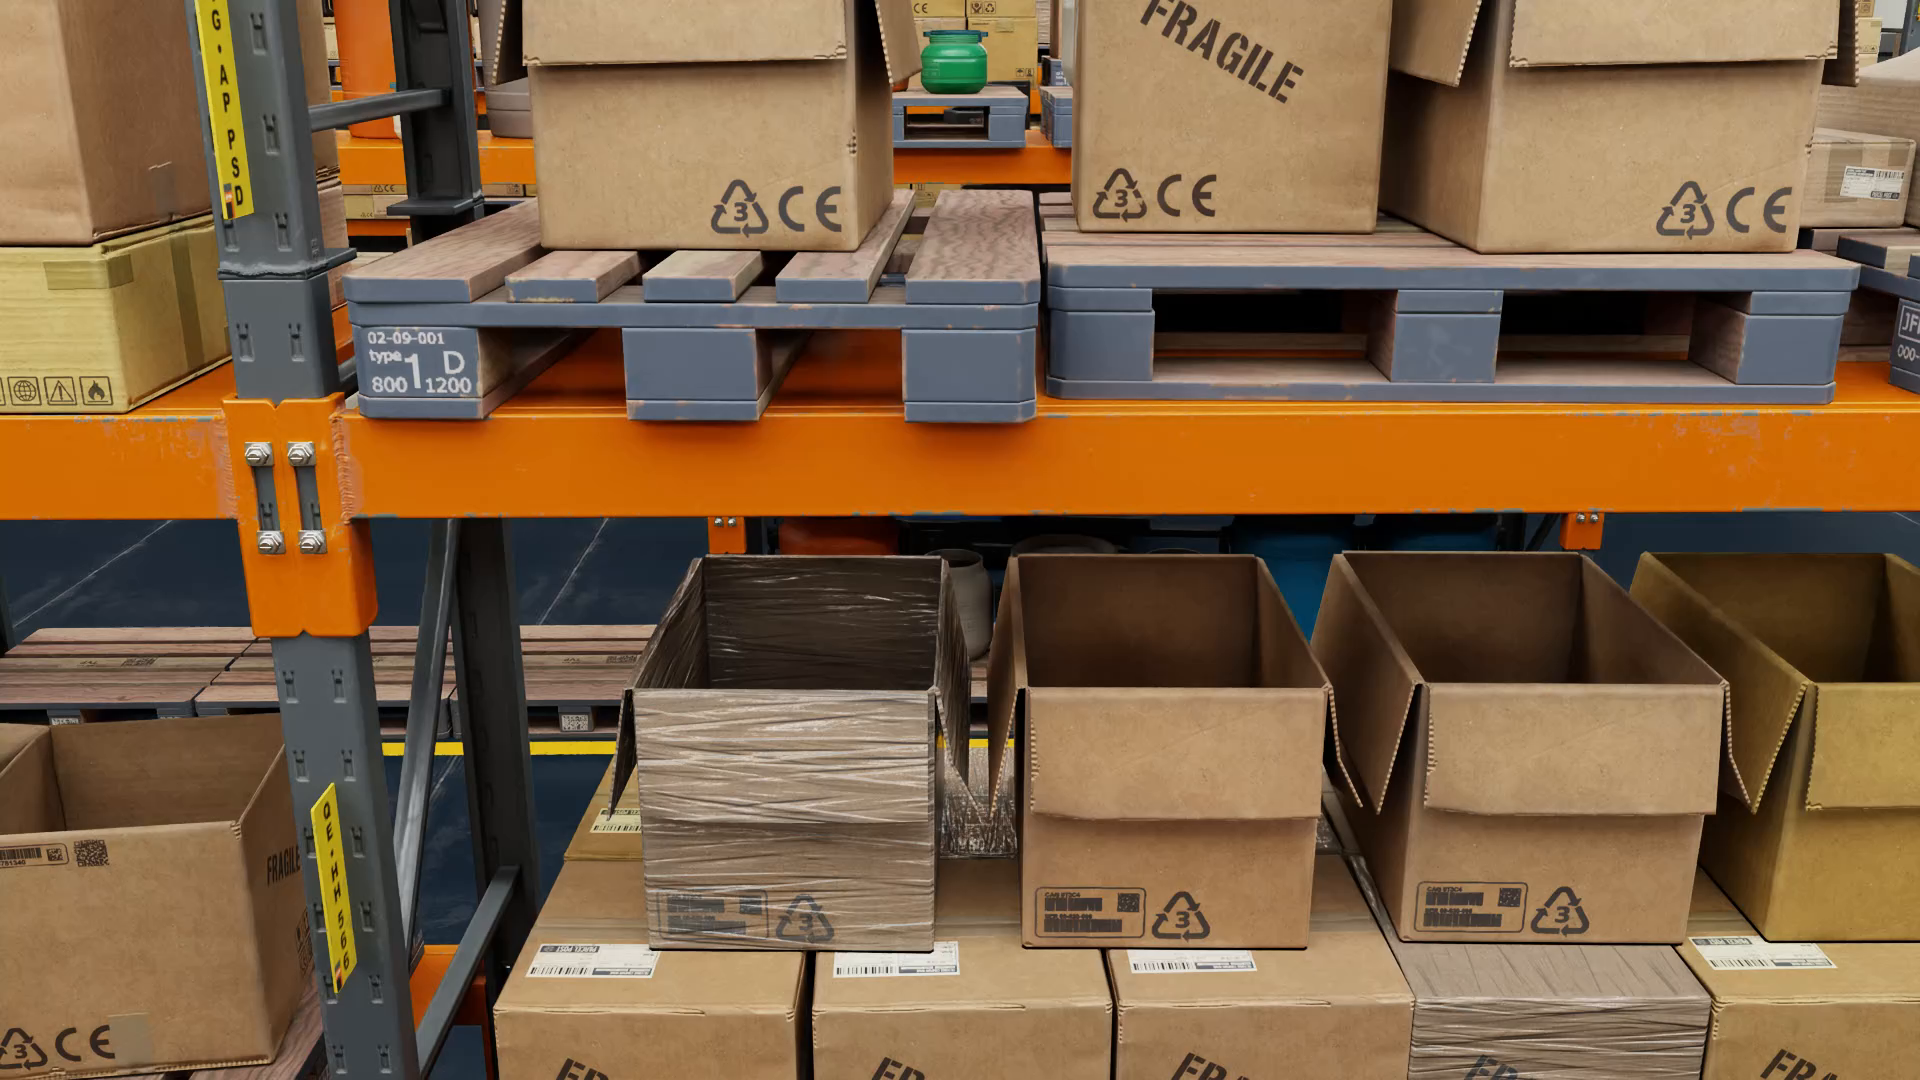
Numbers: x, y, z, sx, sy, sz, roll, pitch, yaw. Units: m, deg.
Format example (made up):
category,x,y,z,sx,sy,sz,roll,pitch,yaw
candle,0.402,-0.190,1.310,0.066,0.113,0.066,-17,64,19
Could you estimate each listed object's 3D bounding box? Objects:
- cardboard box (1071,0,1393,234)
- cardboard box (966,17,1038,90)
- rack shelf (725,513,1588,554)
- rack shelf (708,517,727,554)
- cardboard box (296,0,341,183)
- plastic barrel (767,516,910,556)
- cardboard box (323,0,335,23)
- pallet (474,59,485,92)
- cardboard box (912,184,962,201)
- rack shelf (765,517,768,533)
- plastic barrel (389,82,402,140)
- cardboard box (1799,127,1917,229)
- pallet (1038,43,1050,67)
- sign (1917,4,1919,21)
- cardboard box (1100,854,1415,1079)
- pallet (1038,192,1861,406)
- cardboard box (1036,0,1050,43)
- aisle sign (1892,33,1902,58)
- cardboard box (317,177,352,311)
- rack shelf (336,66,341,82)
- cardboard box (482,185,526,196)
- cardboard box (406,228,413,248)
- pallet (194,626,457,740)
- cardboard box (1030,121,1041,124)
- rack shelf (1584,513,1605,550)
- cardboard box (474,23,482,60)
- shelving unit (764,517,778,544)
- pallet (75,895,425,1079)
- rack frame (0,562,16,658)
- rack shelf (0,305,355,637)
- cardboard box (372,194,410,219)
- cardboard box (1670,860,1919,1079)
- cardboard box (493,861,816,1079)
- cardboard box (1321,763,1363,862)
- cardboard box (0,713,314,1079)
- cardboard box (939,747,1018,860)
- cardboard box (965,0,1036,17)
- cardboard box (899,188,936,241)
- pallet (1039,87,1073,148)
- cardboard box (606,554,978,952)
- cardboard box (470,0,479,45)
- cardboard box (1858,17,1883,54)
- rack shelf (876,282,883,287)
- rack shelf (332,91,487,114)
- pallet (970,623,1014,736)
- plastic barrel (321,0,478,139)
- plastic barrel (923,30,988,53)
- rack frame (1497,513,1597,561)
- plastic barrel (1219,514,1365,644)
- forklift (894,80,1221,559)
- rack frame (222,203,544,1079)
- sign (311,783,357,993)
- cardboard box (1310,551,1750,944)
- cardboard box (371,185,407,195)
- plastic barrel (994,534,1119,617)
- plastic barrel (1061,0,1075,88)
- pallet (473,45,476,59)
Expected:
category,x,y,z,sx,sy,sz,roll,pitch,yaw
cardboard box,0.459,-0.830,2.963,0.500,0.500,0.500,1,18,2
cardboard box,0.301,-3.617,12.339,0.500,0.500,0.910,0,18,-1
rack shelf,0.910,-0.278,8.182,4.000,0.370,1.077,0,18,-1
rack shelf,-3.090,-0.259,8.122,4.000,0.370,1.077,0,18,-1
cardboard box,-1.486,-0.889,3.015,0.500,0.500,0.500,0,18,0
plastic barrel,-0.601,0.215,8.333,0.708,0.830,0.600,0,18,-1
cardboard box,-4.547,-4.010,12.056,0.500,0.500,0.500,0,18,0
pallet,-2.960,-3.426,12.214,1.213,0.211,1.003,1,18,2
cardboard box,-0.233,-3.760,17.174,0.500,0.500,0.500,0,18,1
rack shelf,-1.025,-0.352,11.043,0.480,0.518,0.431,1,18,4
plastic barrel,-2.358,-1.896,7.364,0.301,0.262,0.301,0,18,0
cardboard box,1.497,-0.665,3.023,0.250,0.149,0.380,-1,18,-3
pallet,0.515,-5.001,17.125,1.213,0.211,1.003,1,18,2
sign,6.823,-3.843,11.756,0.005,0.325,0.100,0,18,-1
cardboard box,0.506,0.928,3.081,0.500,0.500,0.500,-1,18,-2
pallet,0.749,-0.462,2.977,1.213,0.211,1.003,1,18,2
cardboard box,0.814,-5.366,17.069,0.500,0.500,0.700,0,18,-1
aisle sign,6.908,-3.307,12.191,0.004,0.787,0.394,0,18,-1
cardboard box,-1.486,-0.531,3.127,0.500,0.250,0.500,0,18,0
rack shelf,-7.246,-4.694,17.036,4.000,0.370,1.077,0,18,-1
cardboard box,-4.736,-3.867,17.307,0.500,0.500,0.700,0,18,-1
cardboard box,-3.869,-2.154,12.687,0.500,0.500,0.500,1,18,3
pallet,-3.082,0.713,8.478,1.213,0.211,1.003,0,18,-1
cardboard box,0.743,-4.280,17.567,0.500,0.250,0.500,-1,18,-2
rack shelf,4.909,-0.298,8.242,4.000,0.370,1.077,0,18,-1
cardboard box,-3.251,-3.652,12.169,0.500,0.250,0.500,-2,18,-6
shelving unit,-1.025,-1.031,10.825,0.503,2.100,0.431,1,18,4
pallet,-1.723,1.029,3.244,1.003,0.211,1.213,0,18,-1
rack frame,-5.089,-0.592,7.982,0.127,3.000,1.000,0,18,-1
rack shelf,-3.011,-0.175,2.948,4.000,0.370,1.077,0,18,-1
cardboard box,-5.715,-3.461,17.139,0.500,0.250,0.500,0,18,-1
cardboard box,1.507,0.925,3.089,0.500,0.500,0.500,0,18,-2
cardboard box,-0.521,0.935,3.060,0.500,0.500,0.500,0,18,1
cardboard box,1.004,0.770,3.574,0.500,0.500,0.500,0,18,0
cardboard box,-1.551,0.669,3.201,0.500,0.500,0.500,-2,18,-8
cardboard box,-0.024,0.775,3.557,0.500,0.500,0.500,0,18,-1
cardboard box,0.292,-4.081,12.148,0.500,0.500,0.500,0,18,-1
cardboard box,-0.536,-2.409,12.796,0.500,0.500,0.700,-6,19,-19
pallet,0.993,-1.929,7.548,1.213,0.211,1.003,0,18,-1
cardboard box,-0.280,0.378,3.154,0.637,0.503,0.797,0,18,1
cardboard box,-4.698,-5.272,16.809,0.500,0.500,0.500,2,18,7
cardboard box,6.325,-3.677,12.116,0.500,0.250,0.500,0,18,-1
rack shelf,0.835,-1.791,12.898,4.000,0.370,1.077,0,18,-1
rack shelf,-3.164,-3.200,12.380,4.000,0.370,1.077,0,18,-1
pallet,-0.302,0.700,8.520,1.213,0.211,1.003,0,18,-1
plastic barrel,-2.568,-2.303,7.703,0.708,0.830,0.600,0,18,-1
plastic barrel,-0.020,-2.224,7.697,0.301,0.262,0.301,0,18,0
rack frame,2.910,-0.631,8.102,0.127,3.000,1.000,0,18,-1
plastic barrel,1.657,0.170,8.356,0.708,0.901,0.600,0,18,-1
forklift,0.745,-1.364,10.502,3.031,2.935,1.130,1,18,4
rack frame,-1.012,0.902,3.327,0.127,3.000,1.000,0,18,-1
sign,-0.994,0.554,2.645,0.005,0.325,0.100,0,18,-1
cardboard box,1.042,0.370,3.177,0.637,0.503,0.797,0,18,1
cardboard box,-5.714,-3.816,17.018,0.500,0.500,0.500,0,18,-1
plastic barrel,0.528,0.324,8.387,0.708,0.588,0.600,0,18,-1
plastic barrel,0.680,-2.359,7.669,0.433,0.535,0.433,0,18,0
pallet,-4.627,-4.927,16.893,1.003,0.211,1.213,0,18,-1
